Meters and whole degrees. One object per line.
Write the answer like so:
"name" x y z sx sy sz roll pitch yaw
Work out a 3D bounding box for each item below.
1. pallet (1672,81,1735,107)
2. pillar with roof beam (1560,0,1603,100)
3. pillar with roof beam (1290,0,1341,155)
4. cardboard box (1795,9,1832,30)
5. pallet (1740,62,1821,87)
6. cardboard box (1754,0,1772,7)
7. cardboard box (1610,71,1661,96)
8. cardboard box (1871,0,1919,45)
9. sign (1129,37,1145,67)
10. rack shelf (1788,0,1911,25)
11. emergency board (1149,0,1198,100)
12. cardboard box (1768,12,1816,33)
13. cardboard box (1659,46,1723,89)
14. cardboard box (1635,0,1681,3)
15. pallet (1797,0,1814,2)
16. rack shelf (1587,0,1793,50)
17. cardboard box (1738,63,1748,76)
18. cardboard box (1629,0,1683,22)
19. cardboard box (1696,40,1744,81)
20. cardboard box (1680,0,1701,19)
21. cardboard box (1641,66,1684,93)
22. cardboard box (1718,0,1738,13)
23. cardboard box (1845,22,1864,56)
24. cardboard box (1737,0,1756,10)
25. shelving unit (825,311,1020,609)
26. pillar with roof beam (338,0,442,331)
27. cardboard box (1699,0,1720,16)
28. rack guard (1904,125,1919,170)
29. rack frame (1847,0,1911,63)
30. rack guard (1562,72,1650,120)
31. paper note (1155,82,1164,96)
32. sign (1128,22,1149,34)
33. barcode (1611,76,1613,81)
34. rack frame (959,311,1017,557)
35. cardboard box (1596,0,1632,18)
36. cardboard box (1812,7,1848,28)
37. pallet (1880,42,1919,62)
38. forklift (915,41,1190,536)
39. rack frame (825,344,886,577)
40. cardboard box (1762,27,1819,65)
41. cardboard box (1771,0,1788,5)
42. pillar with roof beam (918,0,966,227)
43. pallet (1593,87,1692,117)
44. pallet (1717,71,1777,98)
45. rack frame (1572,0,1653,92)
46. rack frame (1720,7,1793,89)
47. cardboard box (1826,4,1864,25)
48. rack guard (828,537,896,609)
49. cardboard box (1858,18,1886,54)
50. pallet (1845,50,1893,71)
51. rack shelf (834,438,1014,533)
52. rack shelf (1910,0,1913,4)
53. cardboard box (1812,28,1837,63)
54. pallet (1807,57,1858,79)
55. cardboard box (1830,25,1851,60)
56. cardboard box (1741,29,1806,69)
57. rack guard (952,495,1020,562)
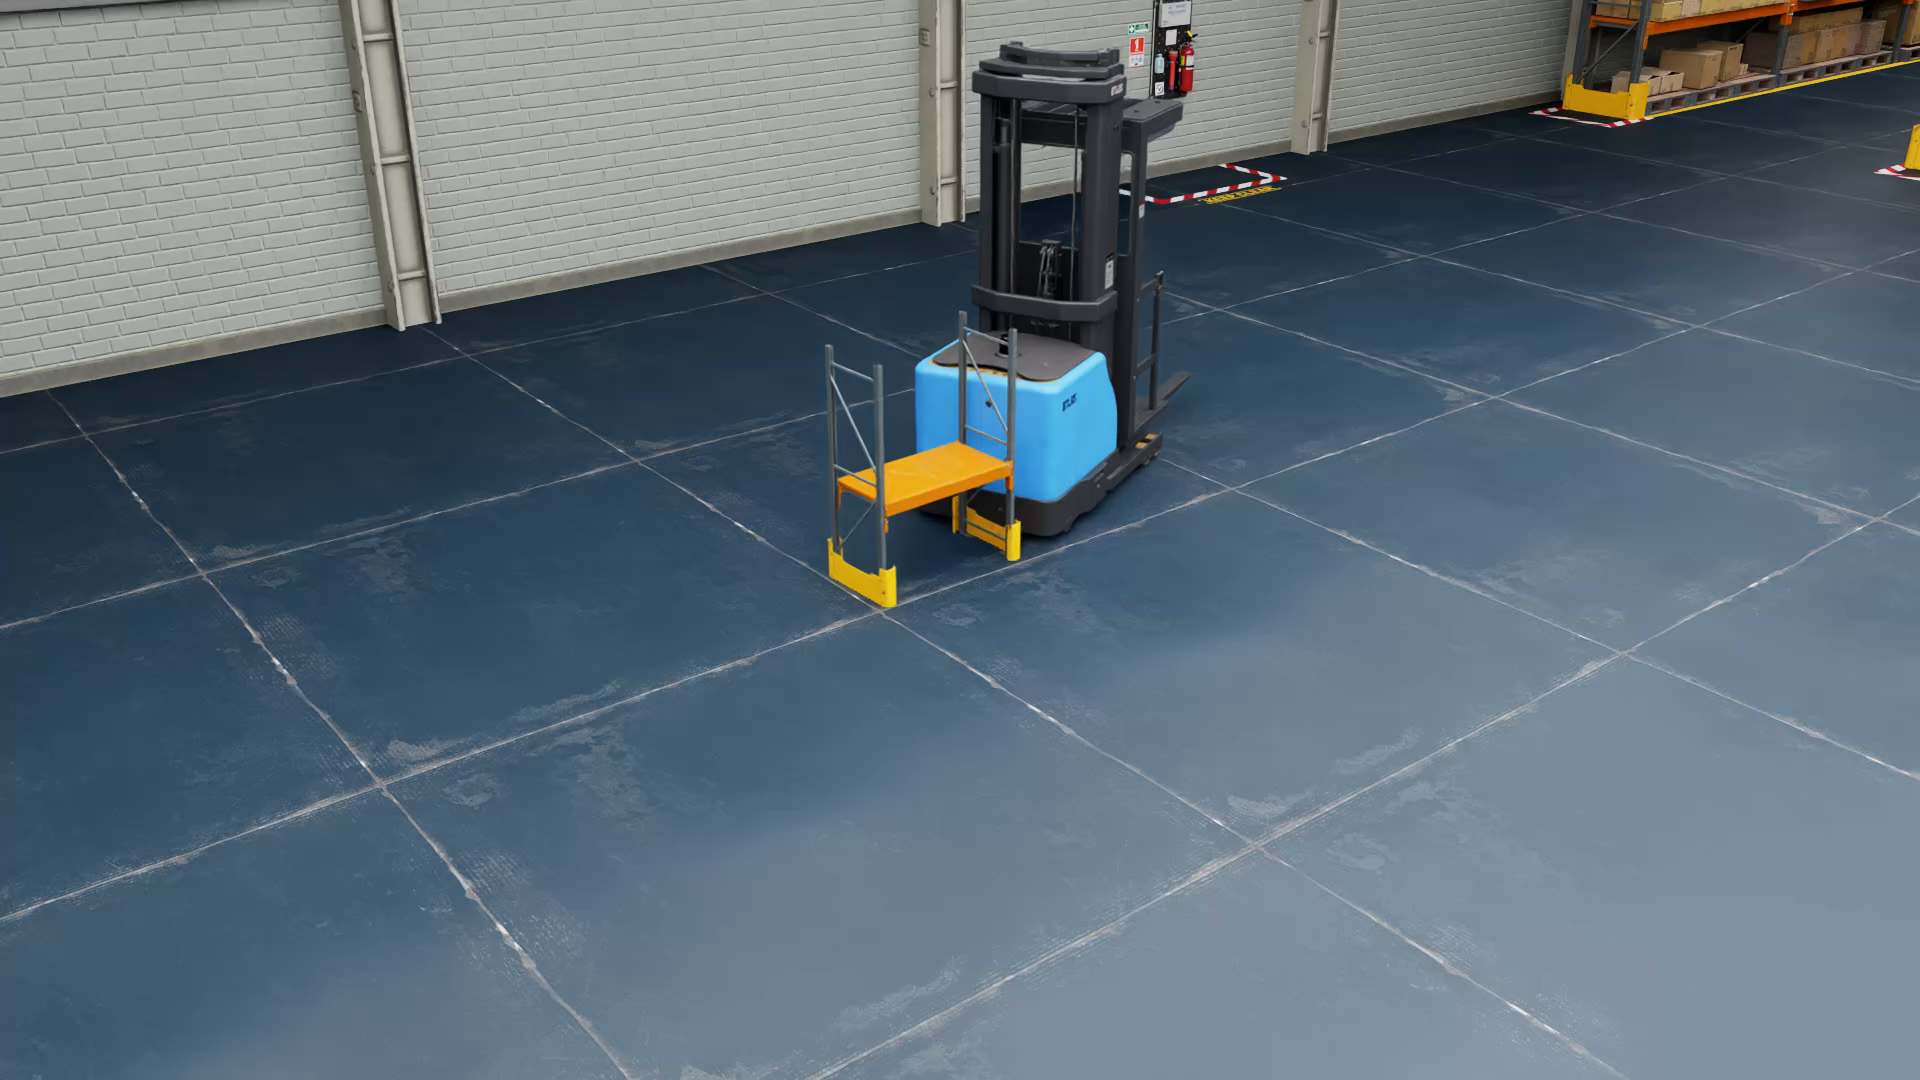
"pallet" 10.919 -6.792 25.134 1.213 0.211 1.003 -18 31 -34
"pillar with roof beam" 11.912 -9.286 20.070 0.400 9.000 9.100 -18 31 -34
"pillar with roof beam" 7.191 -7.728 16.711 0.400 9.000 9.100 -18 31 -34
"cardboard box" 13.707 -8.416 26.877 0.500 0.250 0.500 -19 31 -35
"pallet" 12.998 -7.500 26.659 1.213 0.211 1.003 -18 31 -34
"cardboard box" 11.803 -8.153 24.908 0.500 0.250 0.500 -18 30 -34
"cardboard box" 9.839 -6.653 24.193 0.500 0.311 0.500 -23 33 -40
"cardboard box" 16.194 -8.964 28.556 0.750 0.750 0.750 -19 31 -35
"sign" 2.067 -5.710 19.448 0.234 0.329 0.001 -18 31 -34
"rack shelf" 13.960 -8.755 26.906 4.000 0.370 1.077 -18 31 -34
"emergency board" 2.566 -5.803 19.691 0.643 1.169 0.194 -18 31 -34
"cardboard box" 13.300 -8.280 26.583 0.500 0.250 0.500 -19 31 -35
"cardboard box" 10.895 -7.060 24.847 0.500 0.500 0.700 -21 32 -37
"cardboard box" 9.800 -7.828 23.318 0.500 0.500 0.500 -18 31 -34
"pallet" 13.077 -8.625 25.999 1.213 0.211 1.003 -18 31 -34
"rack shelf" 10.812 -7.716 24.667 4.000 0.370 1.077 -18 31 -34
"cardboard box" 11.984 -7.327 25.818 0.380 0.166 0.250 22 33 39
"cardboard box" 9.819 -7.485 23.470 0.500 0.250 0.500 -19 31 -35
"cardboard box" 11.594 -7.345 25.459 0.500 0.500 0.500 -21 32 -38
"cardboard box" 10.218 -7.625 23.771 0.500 0.250 0.500 -19 31 -36
"cardboard box" 10.287 -6.801 24.512 0.500 0.311 0.500 -15 29 -30
"cardboard box" 11.022 -7.886 24.333 0.500 0.250 0.500 -18 30 -34
"cardboard box" 14.522 -8.367 27.662 0.500 0.500 0.700 -18 31 -34
"cardboard box" 11.417 -8.017 24.615 0.500 0.250 0.500 -18 31 -34
"shelving unit" -0.215 -0.510 10.067 1.083 1.500 0.587 -20 31 -36
"pillar with roof beam" -2.252 -4.610 9.995 0.400 9.000 9.100 -18 31 -34
"cardboard box" 10.623 -7.755 24.052 0.500 0.250 0.500 -19 31 -35
"rack guard" 12.279 -4.743 20.375 0.348 0.500 1.175 -18 31 -34
"rack frame" 15.534 -9.601 27.874 0.127 3.000 1.000 -18 31 -34
"rack guard" 9.298 -6.409 23.965 0.348 0.500 1.175 -18 31 -34
"paper note" 2.384 -5.381 19.827 0.142 0.148 0.016 -18 31 -34
"sign" 2.076 -5.949 19.332 0.331 0.109 0.001 -18 31 -34
"barcode" 9.606 -6.794 24.486 0.075 0.075 0.001 -18 31 -34
"rack frame" 0.165 -0.646 10.361 0.032 1.500 0.500 -20 31 -36
"cardboard box" 9.487 -7.649 23.823 0.500 0.250 0.500 -18 30 -33
"cardboard box" 14.111 -8.540 27.144 0.500 0.250 0.500 -18 31 -34
"pallet" 16.201 -8.516 28.848 1.213 0.211 1.003 -18 31 -34
"forklift" 0.819 -1.939 11.447 1.130 2.935 3.031 12 28 25
"rack frame" -0.608 -0.368 9.762 0.032 1.500 0.500 -20 31 -36
"cardboard box" 13.331 -7.975 26.817 0.500 0.500 0.700 -19 31 -35
"cardboard box" 12.201 -8.279 25.181 0.500 0.250 0.500 -18 30 -34
"pillar with roof beam" 2.469 -6.169 13.353 0.400 9.000 9.100 -18 31 -34
"pallet" 9.960 -6.477 24.455 1.213 0.211 1.003 -18 31 -34
"pallet" 11.880 -7.111 25.821 1.213 0.211 1.003 -18 31 -34
"rack frame" 9.239 -7.523 23.396 0.127 3.000 1.000 -18 31 -34
"rack frame" 12.386 -8.562 25.635 0.127 3.000 1.000 -18 31 -34
"cardboard box" 14.512 -8.675 27.435 0.500 0.250 0.500 -18 30 -33
"rack guard" -0.593 0.193 10.037 0.087 0.250 0.587 -20 31 -36
"cardboard box" 15.000 -8.462 27.867 0.500 0.500 0.700 -18 30 -33
"pallet" 14.918 -8.133 28.025 1.213 0.211 1.003 -18 31 -34
"rack shelf" -0.221 -0.344 10.137 1.000 0.185 0.538 -20 31 -36
"rack shelf" 17.108 -9.794 29.145 4.000 0.370 1.077 -18 31 -34
"cardboard box" 13.757 -8.094 27.074 0.500 0.500 0.700 -18 30 -33
"pallet" 13.959 -7.818 27.345 1.213 0.211 1.003 -18 31 -34
"cardboard box" 14.149 -8.229 27.364 0.500 0.500 0.700 -18 31 -34
"cardboard box" 12.955 -7.824 26.492 0.500 0.500 0.700 -17 30 -32
"rack guard" 0.164 -0.079 10.624 0.087 0.250 0.587 -20 31 -36
